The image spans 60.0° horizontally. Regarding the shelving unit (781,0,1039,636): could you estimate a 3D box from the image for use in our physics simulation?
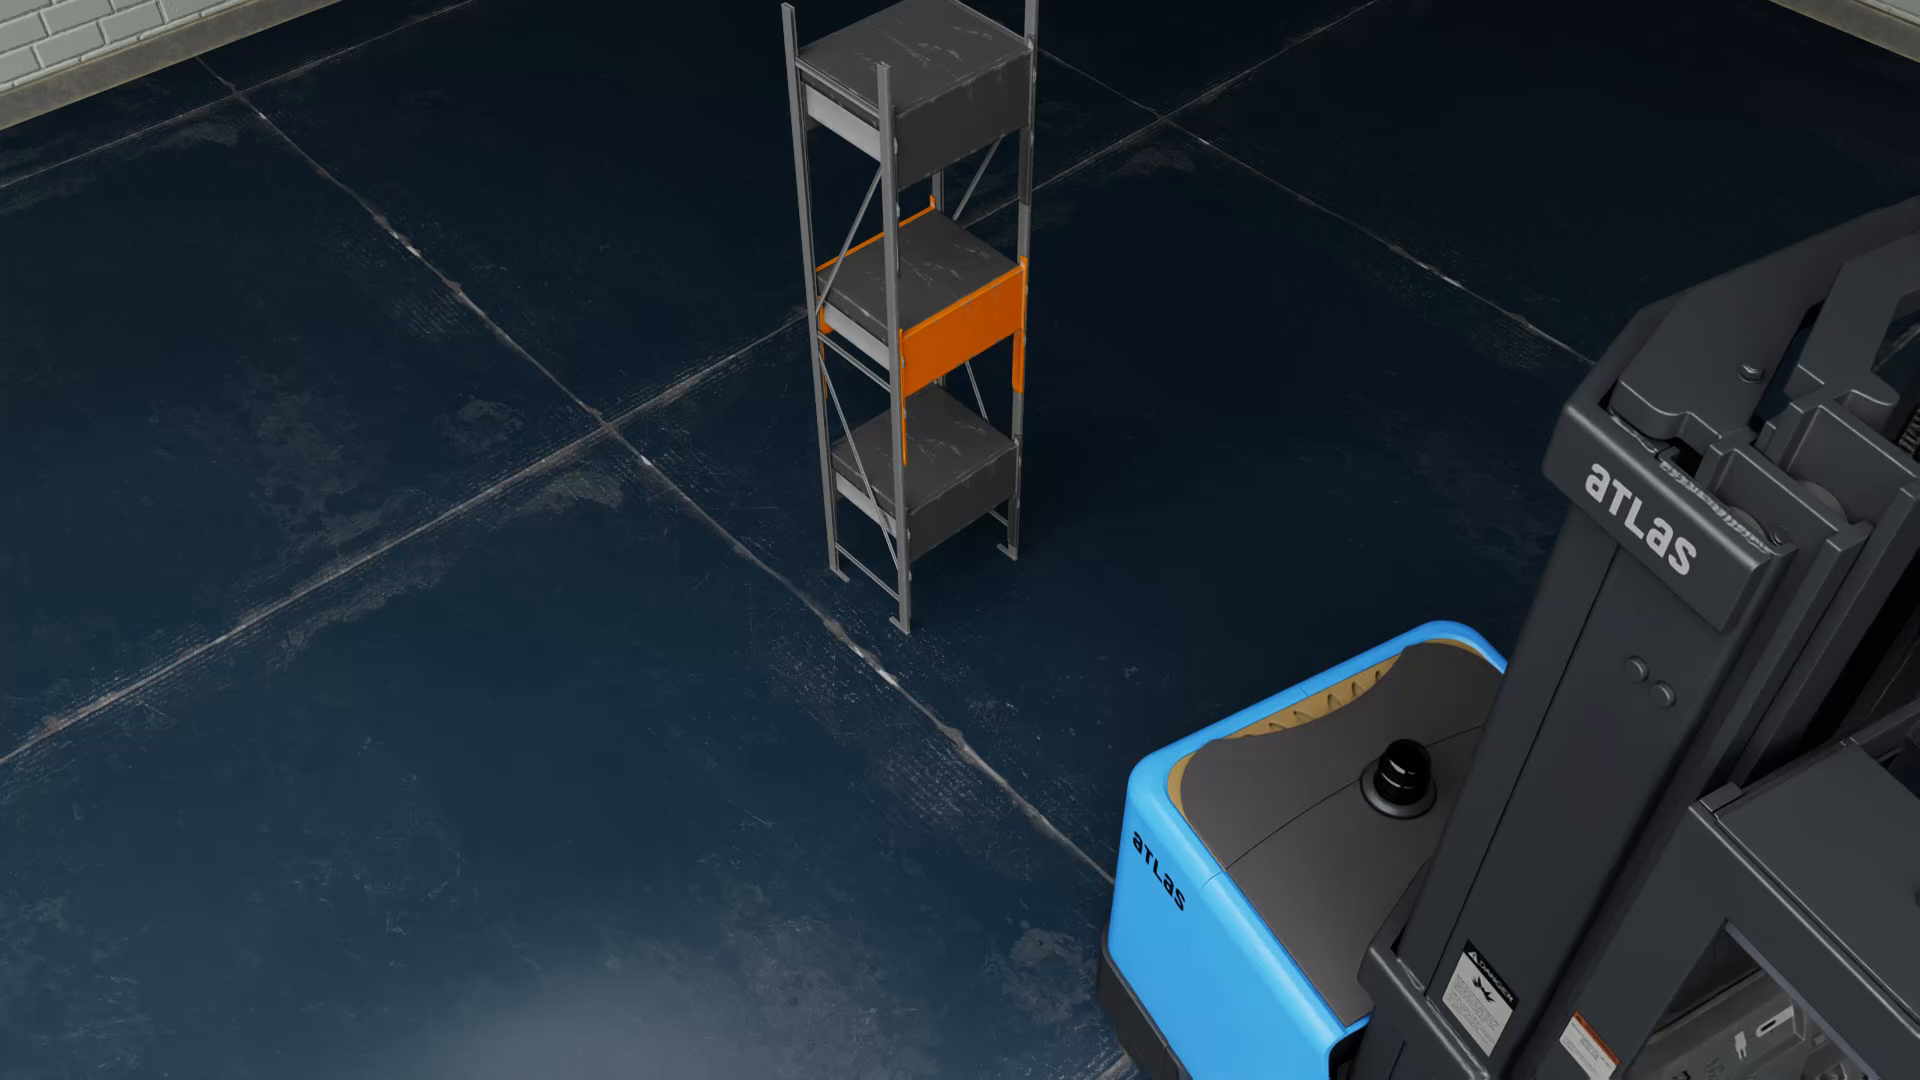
[{"bbox_3d":[-0.122,-0.630,4.903,0.503,2.100,0.431,-34,56,-27],"label":"shelving unit"}]

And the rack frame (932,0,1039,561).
[{"bbox_3d":[0.058,-0.751,5.014,0.015,2.100,0.400,-34,56,-27],"label":"rack frame"}]

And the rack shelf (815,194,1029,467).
[{"bbox_3d":[-0.122,-0.621,4.913,0.480,0.518,0.431,-34,56,-27],"label":"rack shelf"}]

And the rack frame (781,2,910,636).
[{"bbox_3d":[-0.303,-0.510,4.791,0.015,2.100,0.400,-34,56,-27],"label":"rack frame"}]

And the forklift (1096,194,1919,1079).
[{"bbox_3d":[1.523,1.030,2.805,1.130,2.935,3.031,-22,51,-19],"label":"forklift"}]

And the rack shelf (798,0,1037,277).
[{"bbox_3d":[-0.122,-1.096,4.398,0.480,0.518,0.431,-34,56,-27],"label":"rack shelf"}]

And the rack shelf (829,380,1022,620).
[{"bbox_3d":[-0.122,-0.146,5.427,0.480,0.518,0.431,-34,56,-27],"label":"rack shelf"}]
